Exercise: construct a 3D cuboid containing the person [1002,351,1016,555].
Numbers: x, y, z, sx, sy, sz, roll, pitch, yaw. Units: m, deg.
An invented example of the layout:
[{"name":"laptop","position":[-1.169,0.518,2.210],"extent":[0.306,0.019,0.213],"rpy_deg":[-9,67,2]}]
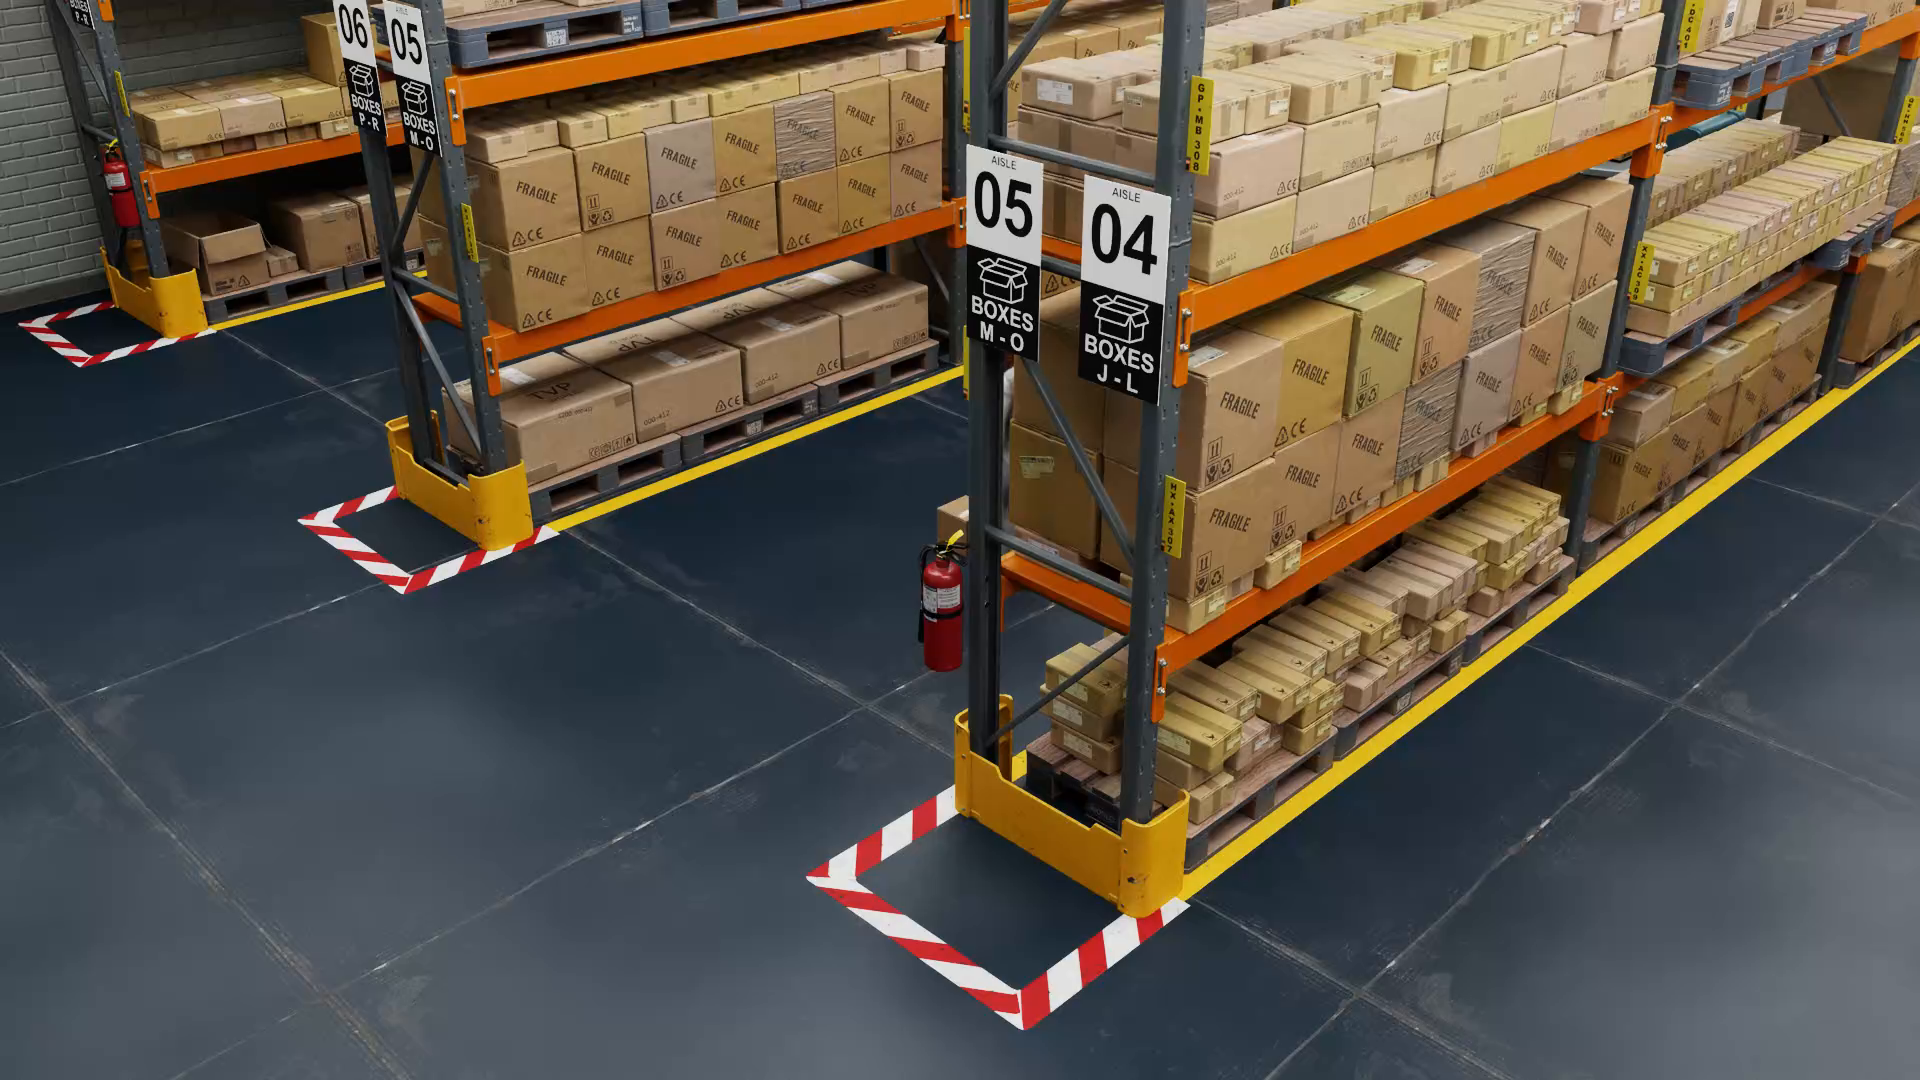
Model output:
[{"name":"person","position":[0.347,-0.483,9.621],"extent":[0.437,1.526,0.437],"rpy_deg":[-24,37,-38]}]
